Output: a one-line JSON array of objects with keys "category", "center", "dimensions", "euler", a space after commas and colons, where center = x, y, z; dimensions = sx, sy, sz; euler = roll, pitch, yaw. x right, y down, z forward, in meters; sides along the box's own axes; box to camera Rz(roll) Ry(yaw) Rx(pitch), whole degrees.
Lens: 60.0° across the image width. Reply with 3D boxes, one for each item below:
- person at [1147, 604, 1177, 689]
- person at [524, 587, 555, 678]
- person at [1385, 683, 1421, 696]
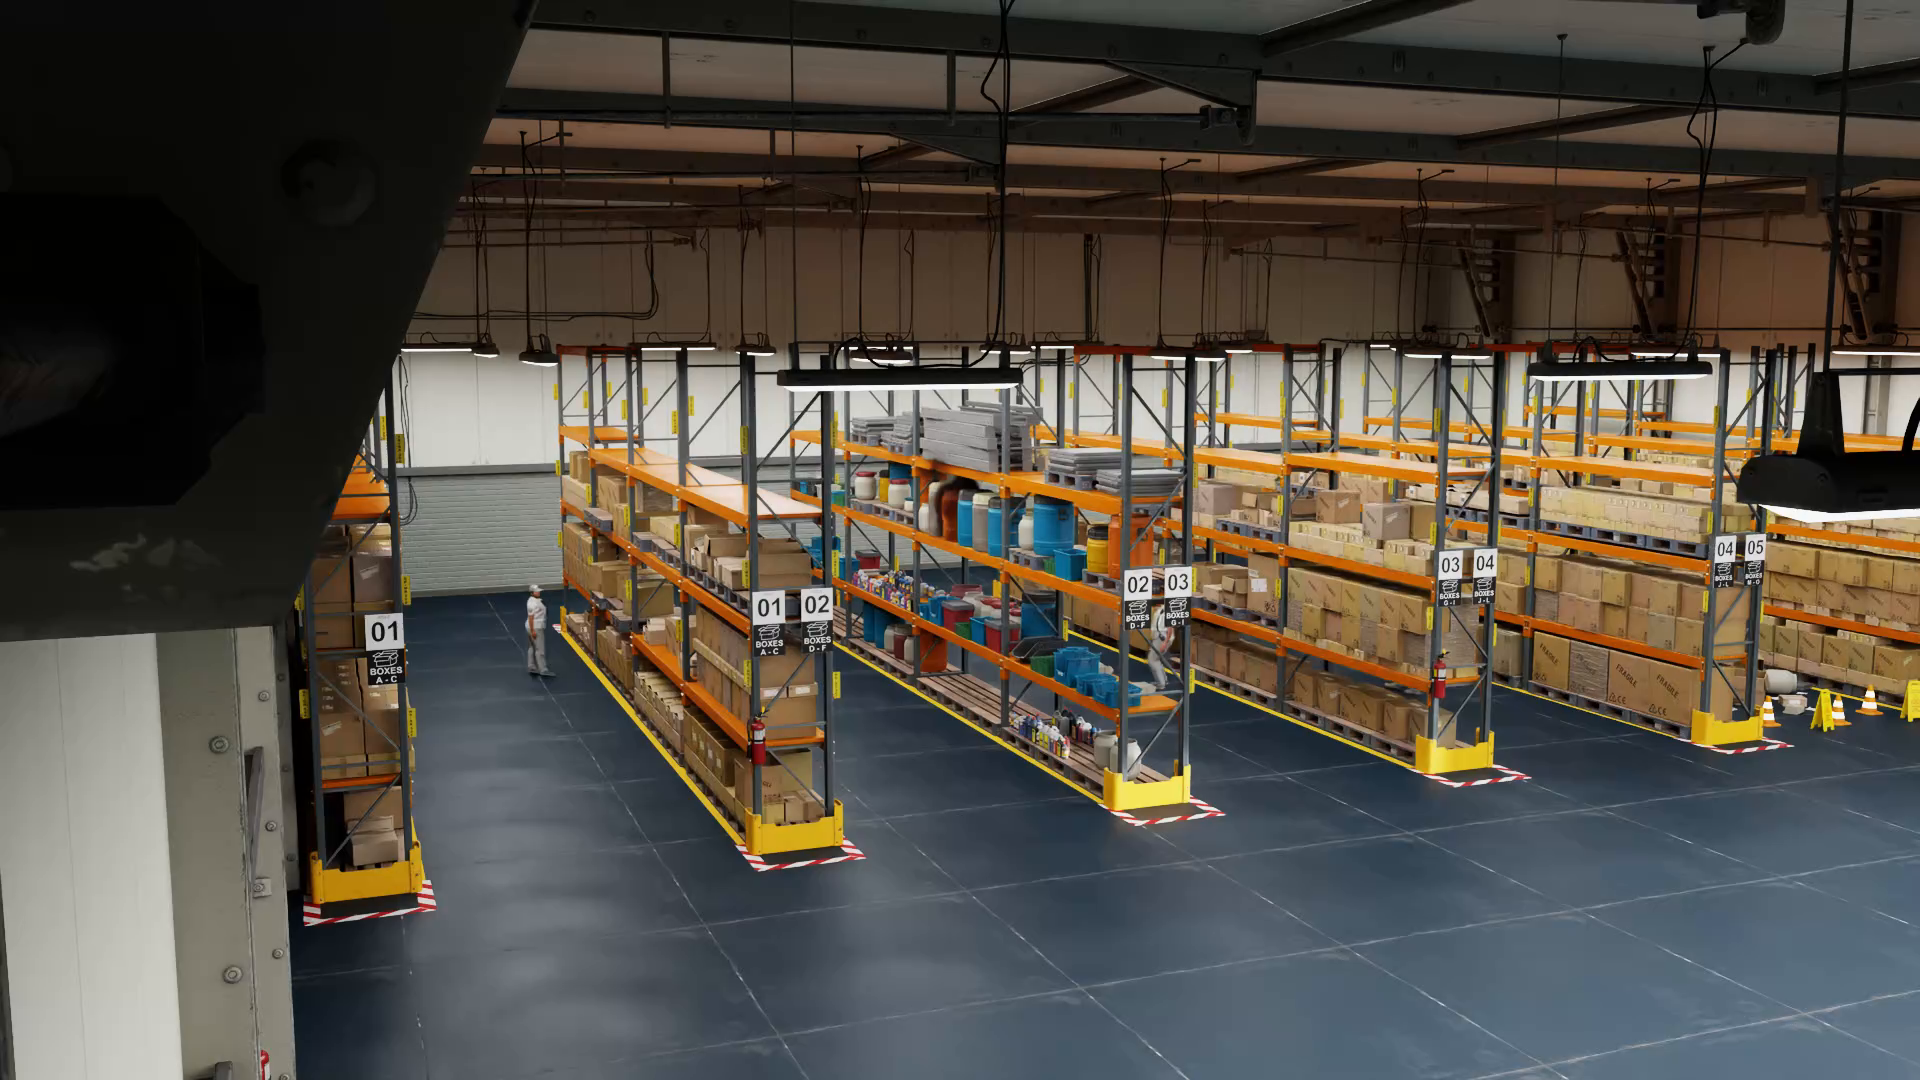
[{"category": "person", "center": [3.391, 1.605, 27.976], "dimensions": [0.431, 1.780, 0.609], "euler": [-6, 10, -41]}, {"category": "person", "center": [-7.703, 1.672, 30.403], "dimensions": [0.628, 1.658, 0.646], "euler": [1, 7, 11]}, {"category": "person", "center": [7.817, 1.813, 28.923], "dimensions": [0.757, 1.777, 0.467], "euler": [6, 10, 40]}]
